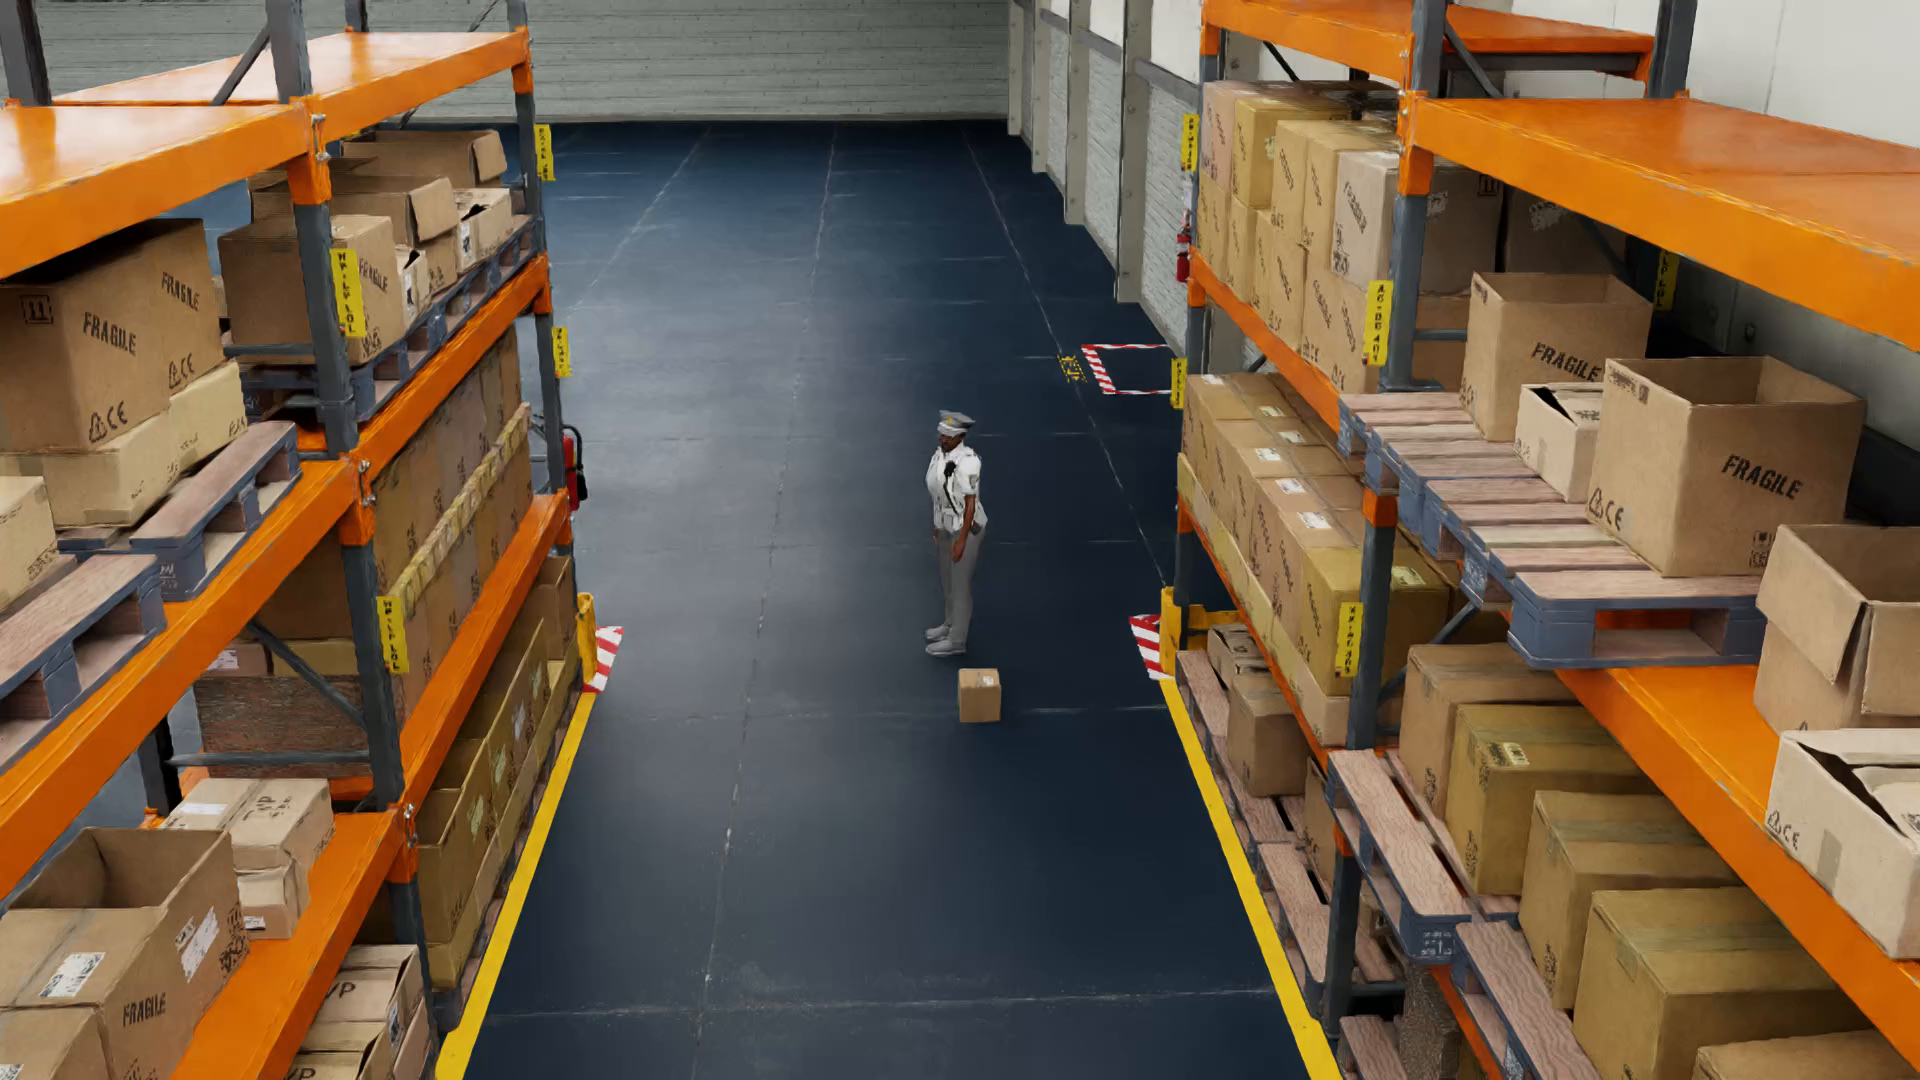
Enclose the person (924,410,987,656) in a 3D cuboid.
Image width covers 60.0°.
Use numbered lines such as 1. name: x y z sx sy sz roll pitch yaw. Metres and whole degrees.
1. person: -0.093 -0.059 11.158 0.484 1.685 0.508 -13 24 -32
